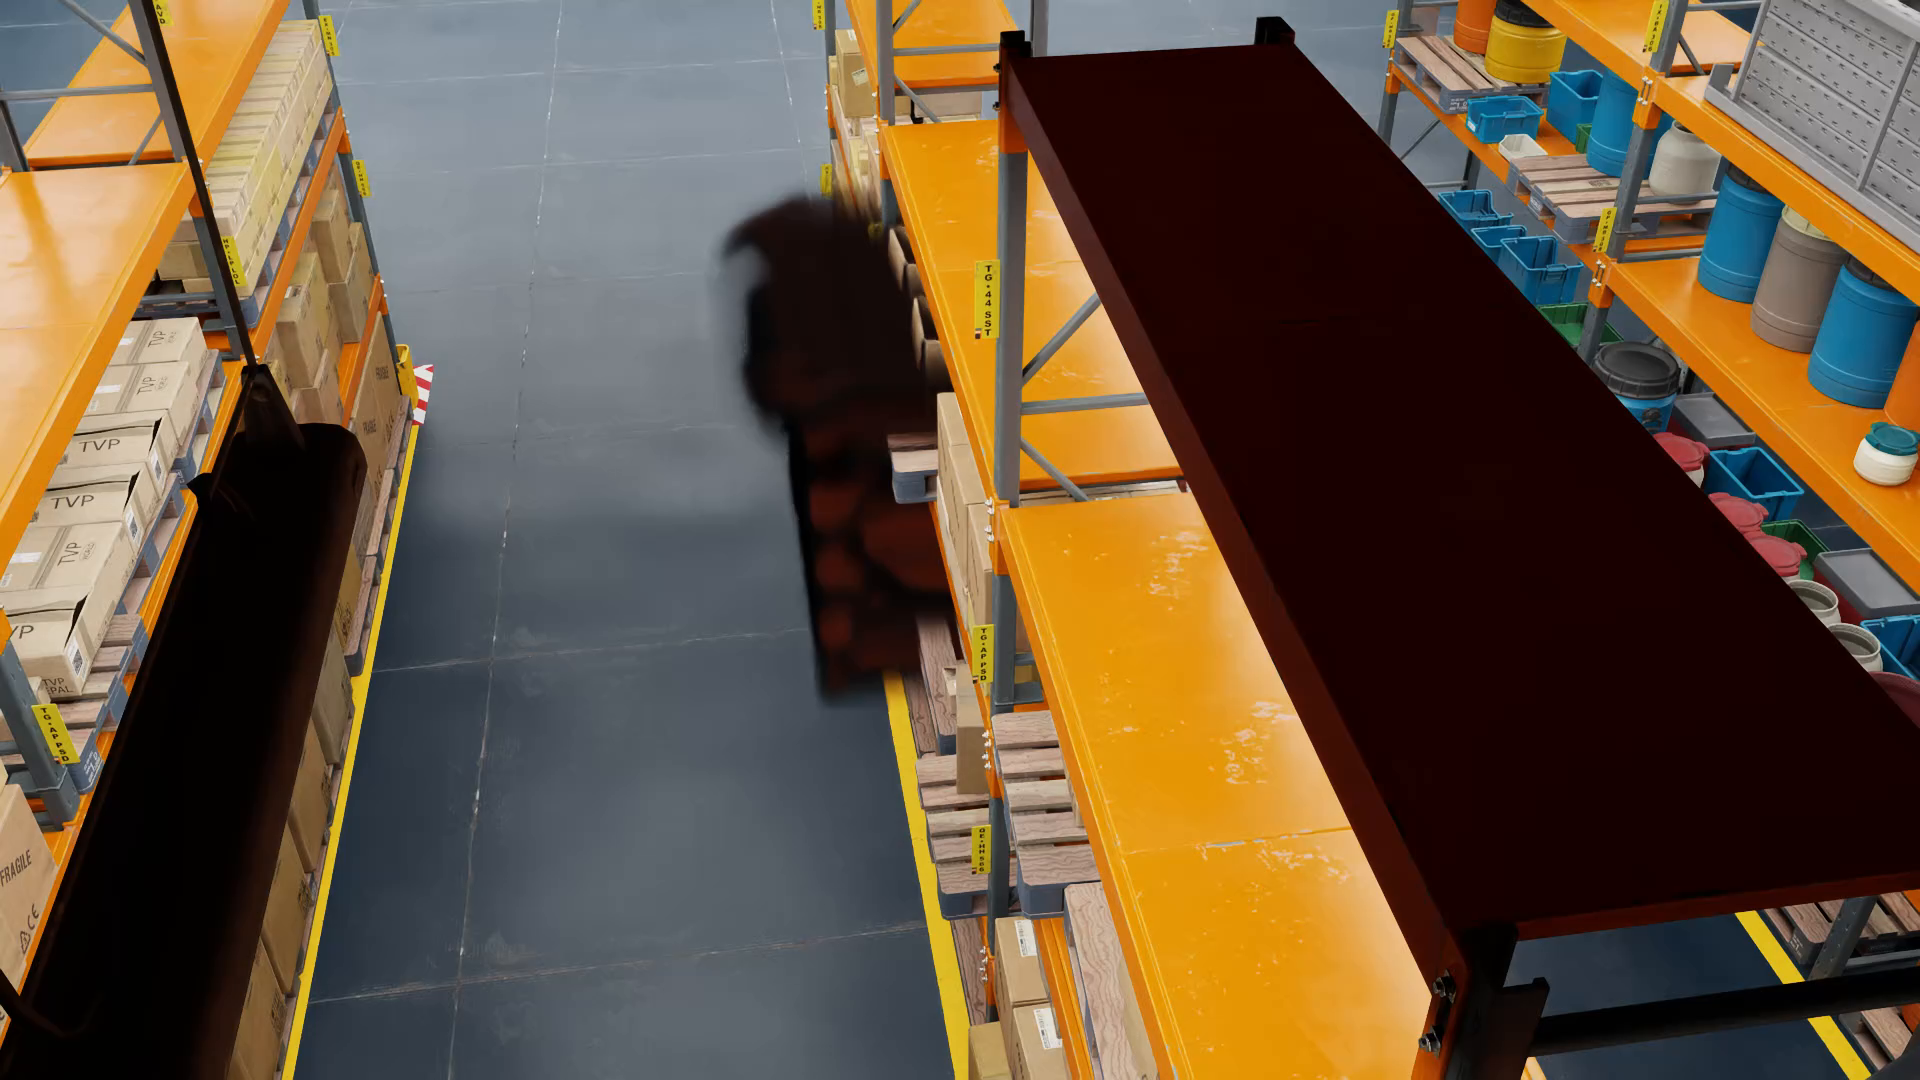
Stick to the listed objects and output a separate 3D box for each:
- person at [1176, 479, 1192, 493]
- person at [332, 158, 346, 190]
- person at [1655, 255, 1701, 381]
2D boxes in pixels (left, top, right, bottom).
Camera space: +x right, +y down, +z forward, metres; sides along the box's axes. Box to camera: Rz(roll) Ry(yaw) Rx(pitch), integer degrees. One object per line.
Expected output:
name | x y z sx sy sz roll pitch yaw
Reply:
person | 1.438 -0.316 11.894 0.625 1.771 0.706 9 37 12
person | -6.575 -3.802 17.131 0.625 1.802 0.414 22 42 28
person | 6.420 -2.050 14.819 0.401 1.794 0.589 19 40 24
